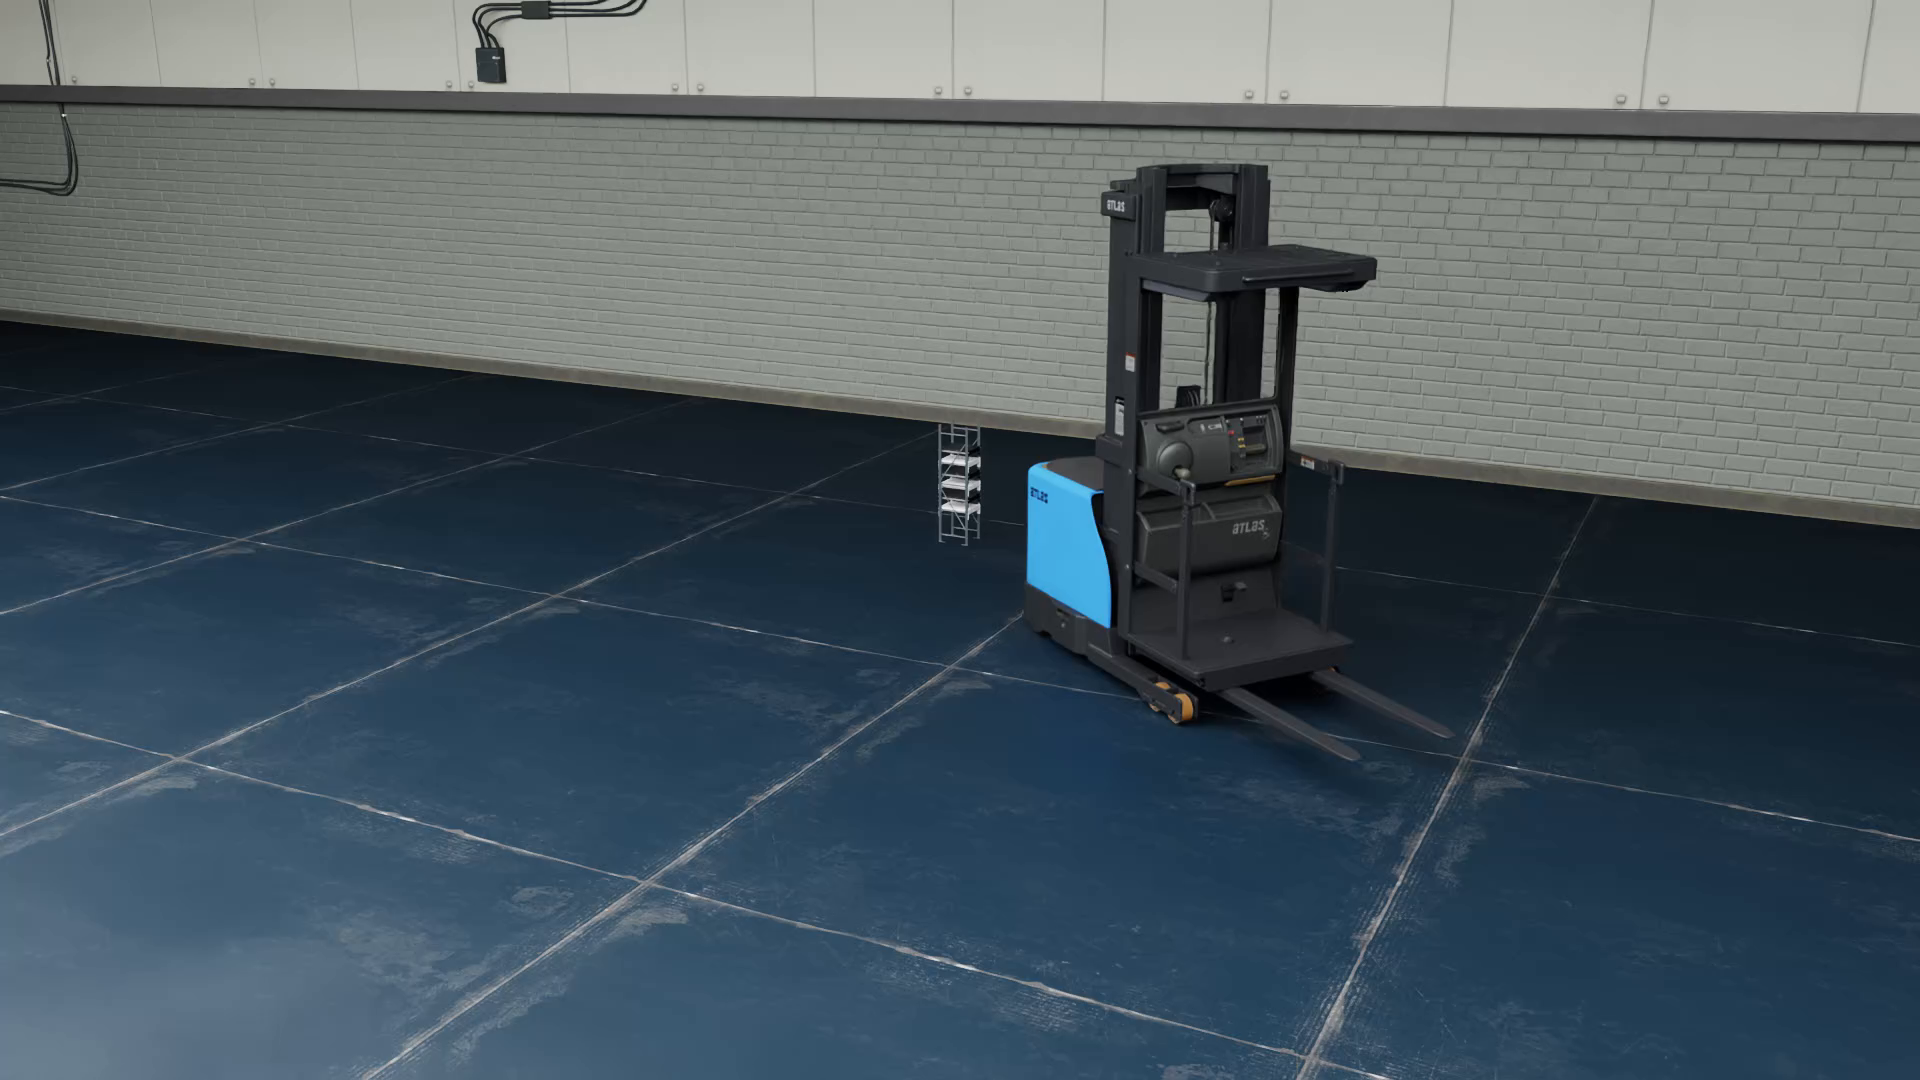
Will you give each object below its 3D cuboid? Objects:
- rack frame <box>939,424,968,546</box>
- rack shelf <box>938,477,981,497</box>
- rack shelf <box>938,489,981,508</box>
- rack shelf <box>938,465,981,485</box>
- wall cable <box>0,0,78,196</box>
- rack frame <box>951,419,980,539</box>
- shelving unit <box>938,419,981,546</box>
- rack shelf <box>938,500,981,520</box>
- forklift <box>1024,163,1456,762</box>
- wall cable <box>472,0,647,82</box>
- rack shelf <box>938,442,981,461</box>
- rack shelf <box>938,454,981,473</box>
[{"bbox_3d":[-0.049,-0.403,12.302,0.240,0.900,0.006,8,18,25],"label":"rack frame"},{"bbox_3d":[-0.004,-0.397,12.399,0.258,0.077,0.200,8,18,25],"label":"rack shelf"},{"bbox_3d":[-0.004,-0.311,12.424,0.258,0.077,0.200,8,18,25],"label":"rack shelf"},{"bbox_3d":[-0.004,-0.484,12.373,0.258,0.077,0.200,8,18,25],"label":"rack shelf"},{"bbox_3d":[-12.606,-5.742,21.506,3.097,2.526,0.112,8,18,25],"label":"wall cable"},{"bbox_3d":[0.042,-0.455,12.476,0.240,0.900,0.006,8,18,25],"label":"rack frame"},{"bbox_3d":[-0.004,-0.429,12.389,0.258,0.900,0.210,8,18,25],"label":"shelving unit"},{"bbox_3d":[-0.004,-0.225,12.450,0.258,0.077,0.200,8,18,25],"label":"rack shelf"},{"bbox_3d":[1.526,-0.541,9.198,1.130,2.935,3.031,-8,18,-26],"label":"forklift"},{"bbox_3d":[-4.120,-7.649,16.500,2.305,6.003,0.169,8,18,25],"label":"wall cable"},{"bbox_3d":[-0.004,-0.656,12.322,0.258,0.077,0.200,8,18,25],"label":"rack shelf"},{"bbox_3d":[-0.004,-0.570,12.348,0.258,0.077,0.200,8,18,25],"label":"rack shelf"}]
